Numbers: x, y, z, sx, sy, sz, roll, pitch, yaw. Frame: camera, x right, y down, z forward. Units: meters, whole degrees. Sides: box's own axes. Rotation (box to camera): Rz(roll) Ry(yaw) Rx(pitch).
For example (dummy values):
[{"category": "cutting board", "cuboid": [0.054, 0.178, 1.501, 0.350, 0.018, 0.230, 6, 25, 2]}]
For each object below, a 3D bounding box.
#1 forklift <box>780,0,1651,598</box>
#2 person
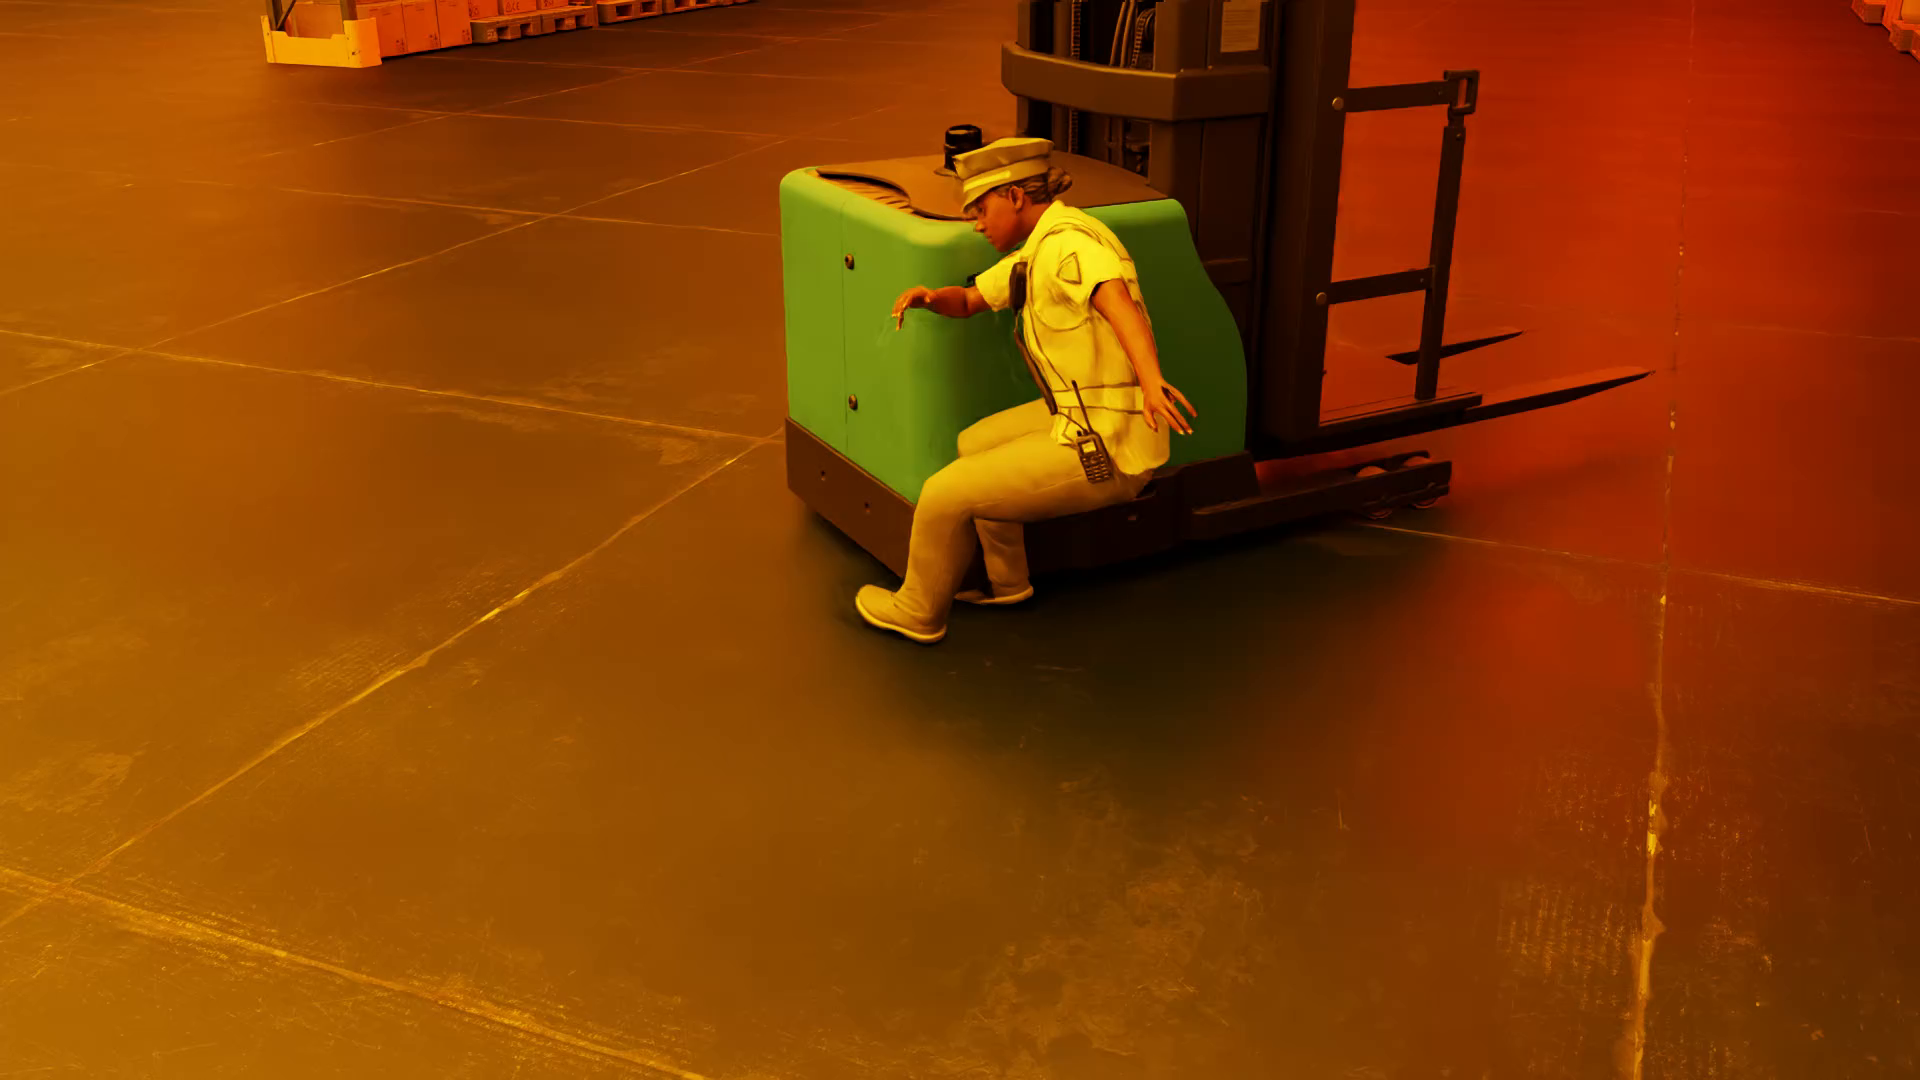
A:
[{"category": "forklift", "cuboid": [0.990, -1.582, 5.077, 3.031, 2.935, 1.130, -12, 25, -26]}, {"category": "person", "cuboid": [0.115, -0.245, 3.999, 0.895, 1.383, 1.125, 3, 23, 8]}]
